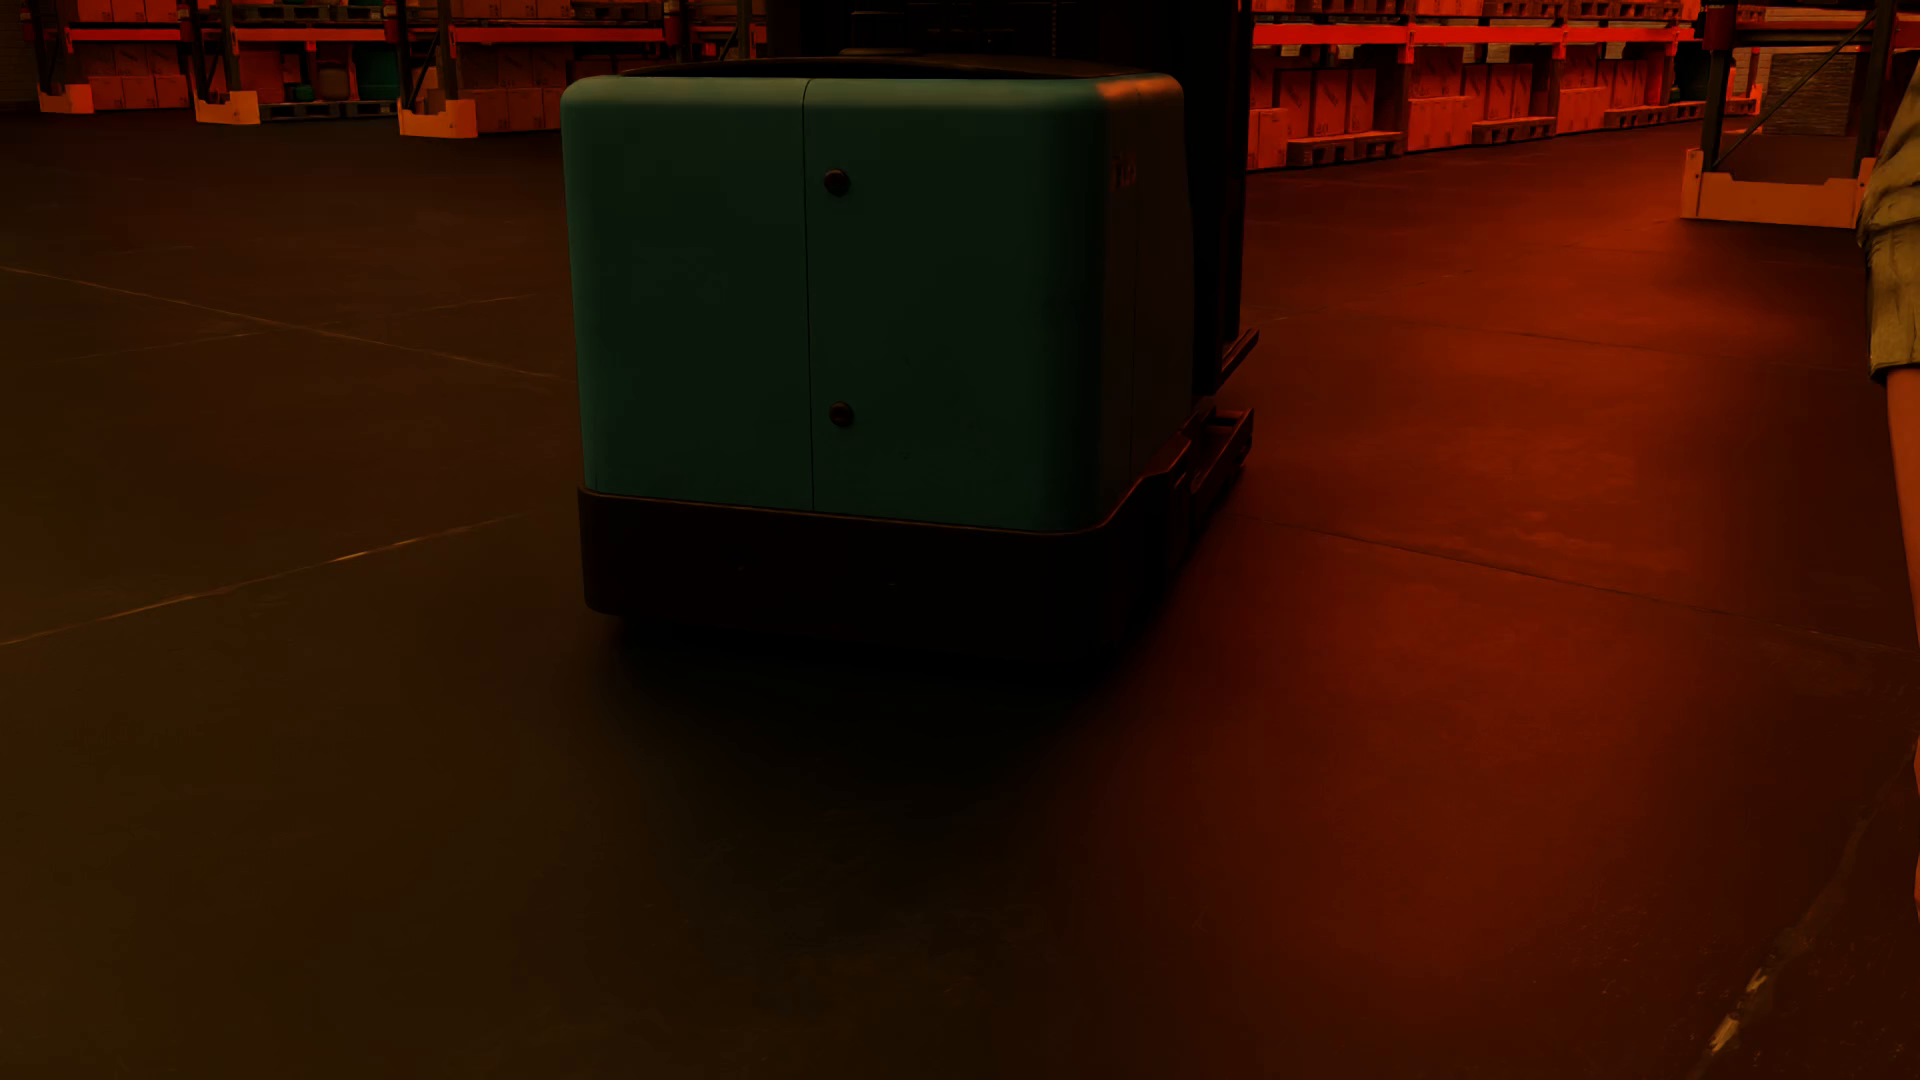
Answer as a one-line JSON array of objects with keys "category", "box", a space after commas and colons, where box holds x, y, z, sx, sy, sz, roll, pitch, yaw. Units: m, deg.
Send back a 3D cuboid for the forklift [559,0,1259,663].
[{"category": "forklift", "box": [0.182, -1.571, 4.072, 1.130, 2.935, 3.031, 5, 18, 17]}]
